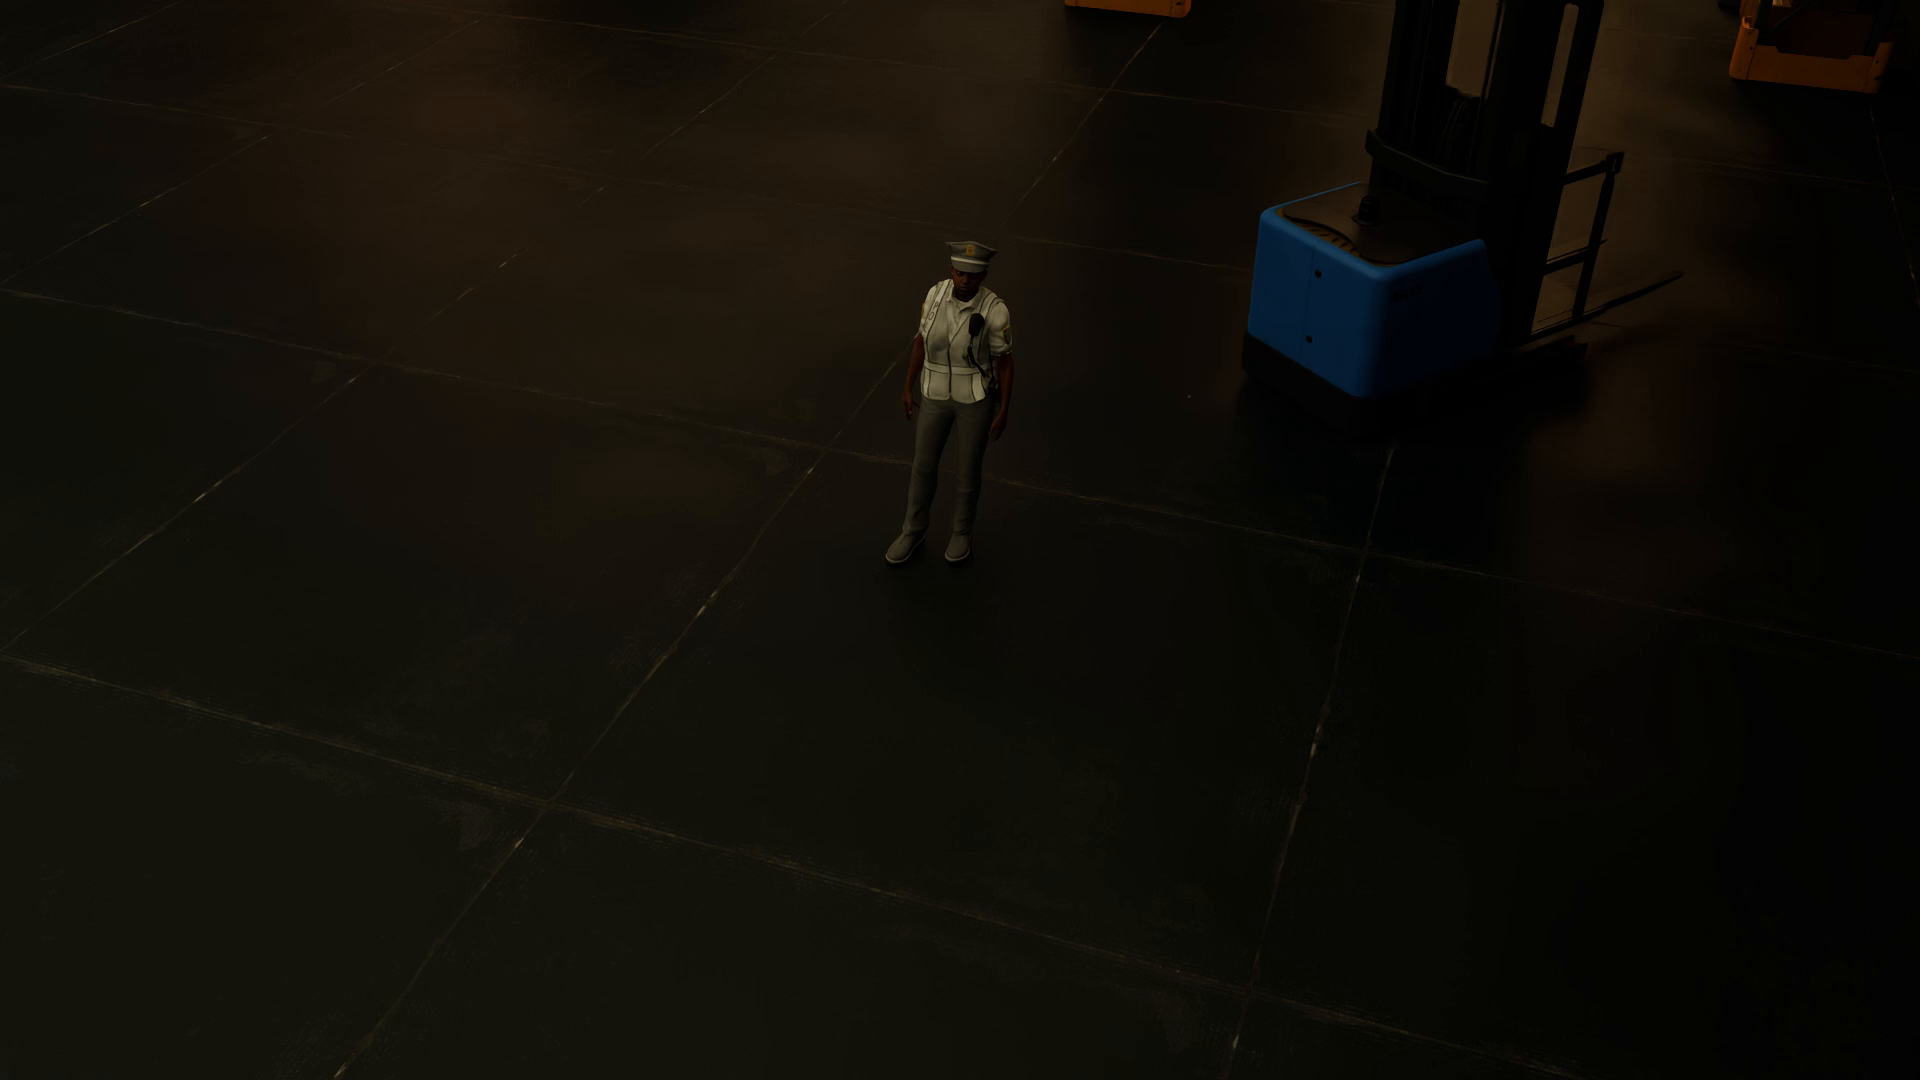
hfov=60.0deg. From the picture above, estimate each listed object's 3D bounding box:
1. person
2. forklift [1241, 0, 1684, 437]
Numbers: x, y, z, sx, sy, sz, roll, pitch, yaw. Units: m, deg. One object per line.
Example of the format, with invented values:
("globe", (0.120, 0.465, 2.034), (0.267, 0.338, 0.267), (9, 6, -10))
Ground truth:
("person", (-0.044, -0.659, 8.100), (0.569, 1.692, 0.530), (12, 37, 16))
("forklift", (3.204, -2.422, 9.526), (3.031, 2.935, 1.130), (-20, 40, -26))
